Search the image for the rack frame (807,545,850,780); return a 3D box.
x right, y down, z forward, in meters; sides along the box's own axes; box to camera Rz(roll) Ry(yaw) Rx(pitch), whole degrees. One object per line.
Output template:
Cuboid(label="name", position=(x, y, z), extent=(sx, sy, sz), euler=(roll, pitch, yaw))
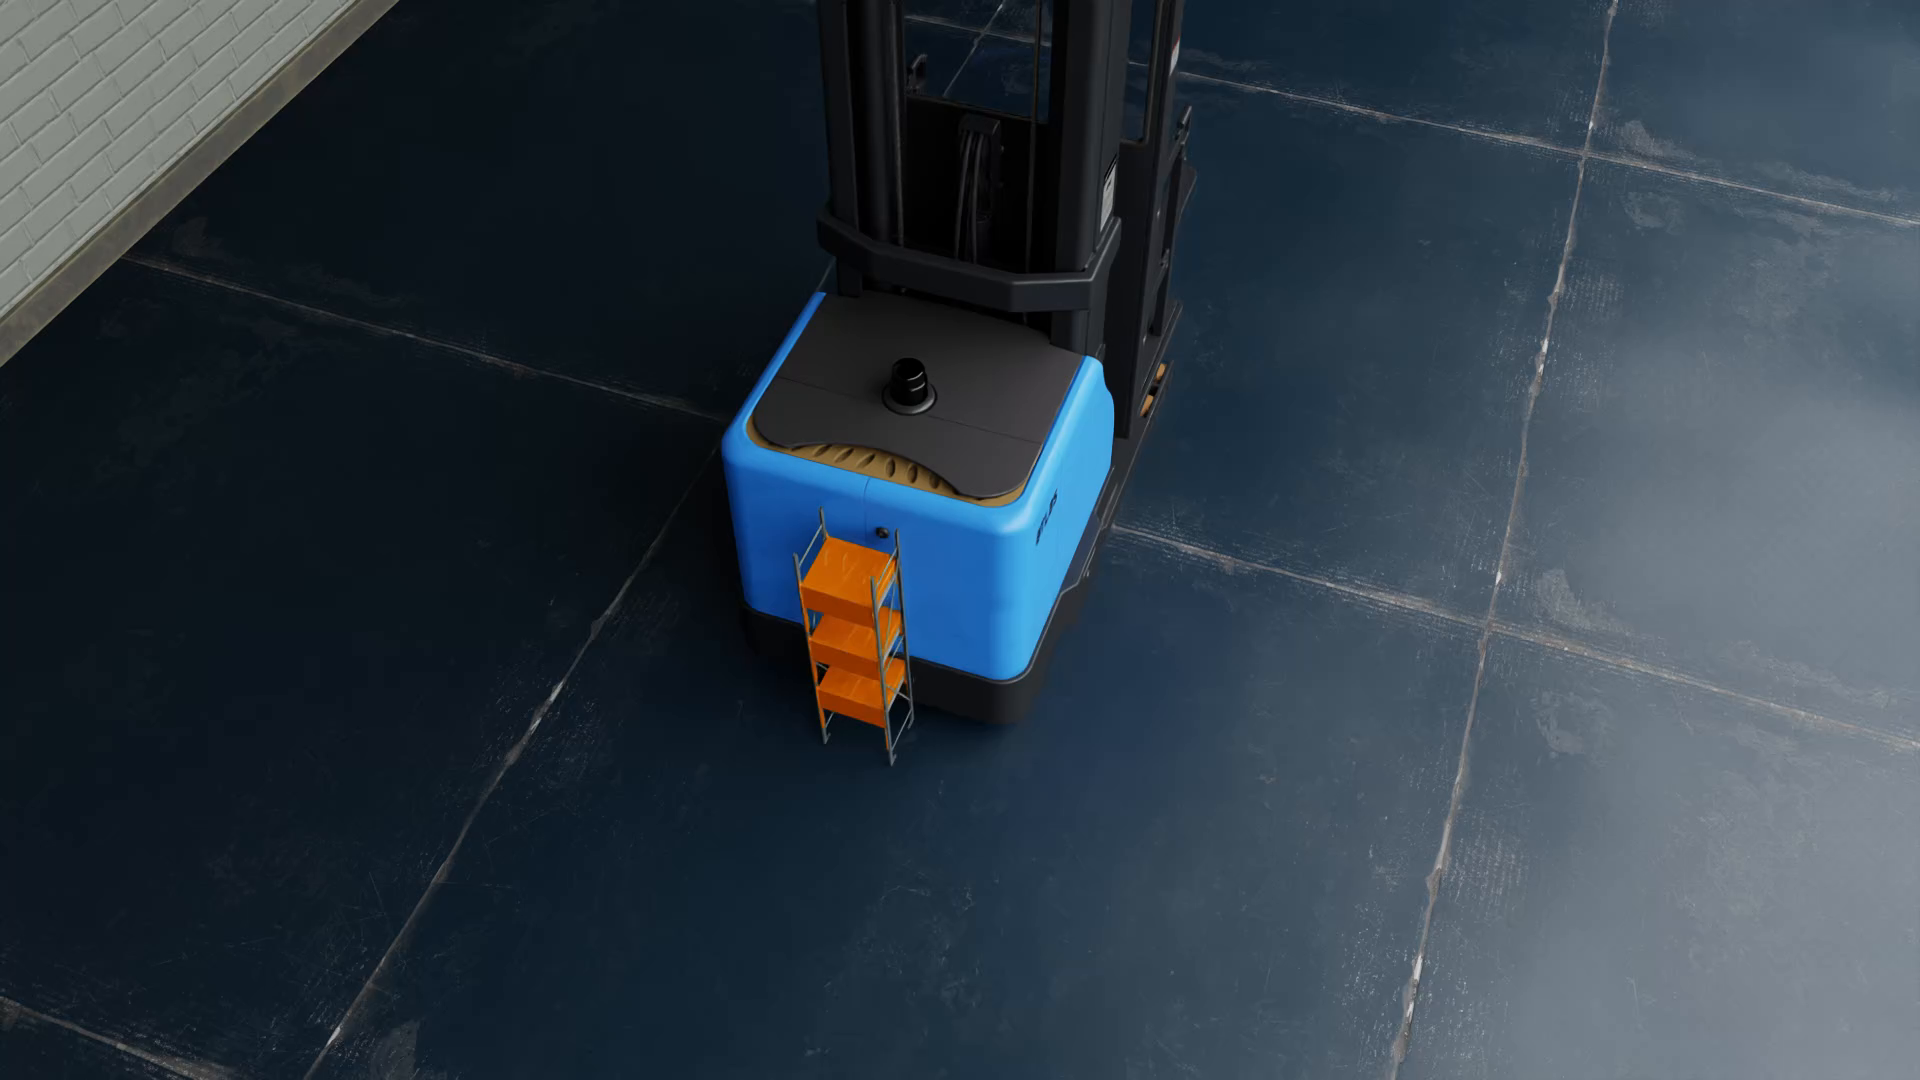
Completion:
Cuboid(label="rack frame", position=(-0.383, 0.407, 5.189), extent=(0.008, 1.050, 0.200), euler=(25, 56, 19))

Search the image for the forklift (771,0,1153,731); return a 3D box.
Cuboid(label="forklift", position=(0.046, -1.433, 5.552), extent=(1.130, 2.935, 3.031), euler=(3, 49, 3))

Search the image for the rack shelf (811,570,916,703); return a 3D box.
Cuboid(label="rack shelf", position=(-0.277, 0.287, 4.936), extent=(0.240, 0.259, 0.215), euler=(25, 56, 19))

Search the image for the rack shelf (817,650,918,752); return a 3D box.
Cuboid(label="rack shelf", position=(-0.278, 0.463, 5.158), extent=(0.240, 0.259, 0.215), euler=(25, 56, 19))

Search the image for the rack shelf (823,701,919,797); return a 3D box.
Cuboid(label="rack shelf", position=(-0.279, 0.635, 5.376), extent=(0.240, 0.259, 0.215), euler=(25, 56, 19))

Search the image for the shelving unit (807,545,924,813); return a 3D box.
Cuboid(label="shelving unit", position=(-0.278, 0.456, 5.150), extent=(0.252, 1.050, 0.215), euler=(25, 56, 19))

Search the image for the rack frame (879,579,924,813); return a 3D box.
Cuboid(label="rack frame", position=(-0.174, 0.506, 5.111), extent=(0.008, 1.050, 0.200), euler=(25, 56, 19))
